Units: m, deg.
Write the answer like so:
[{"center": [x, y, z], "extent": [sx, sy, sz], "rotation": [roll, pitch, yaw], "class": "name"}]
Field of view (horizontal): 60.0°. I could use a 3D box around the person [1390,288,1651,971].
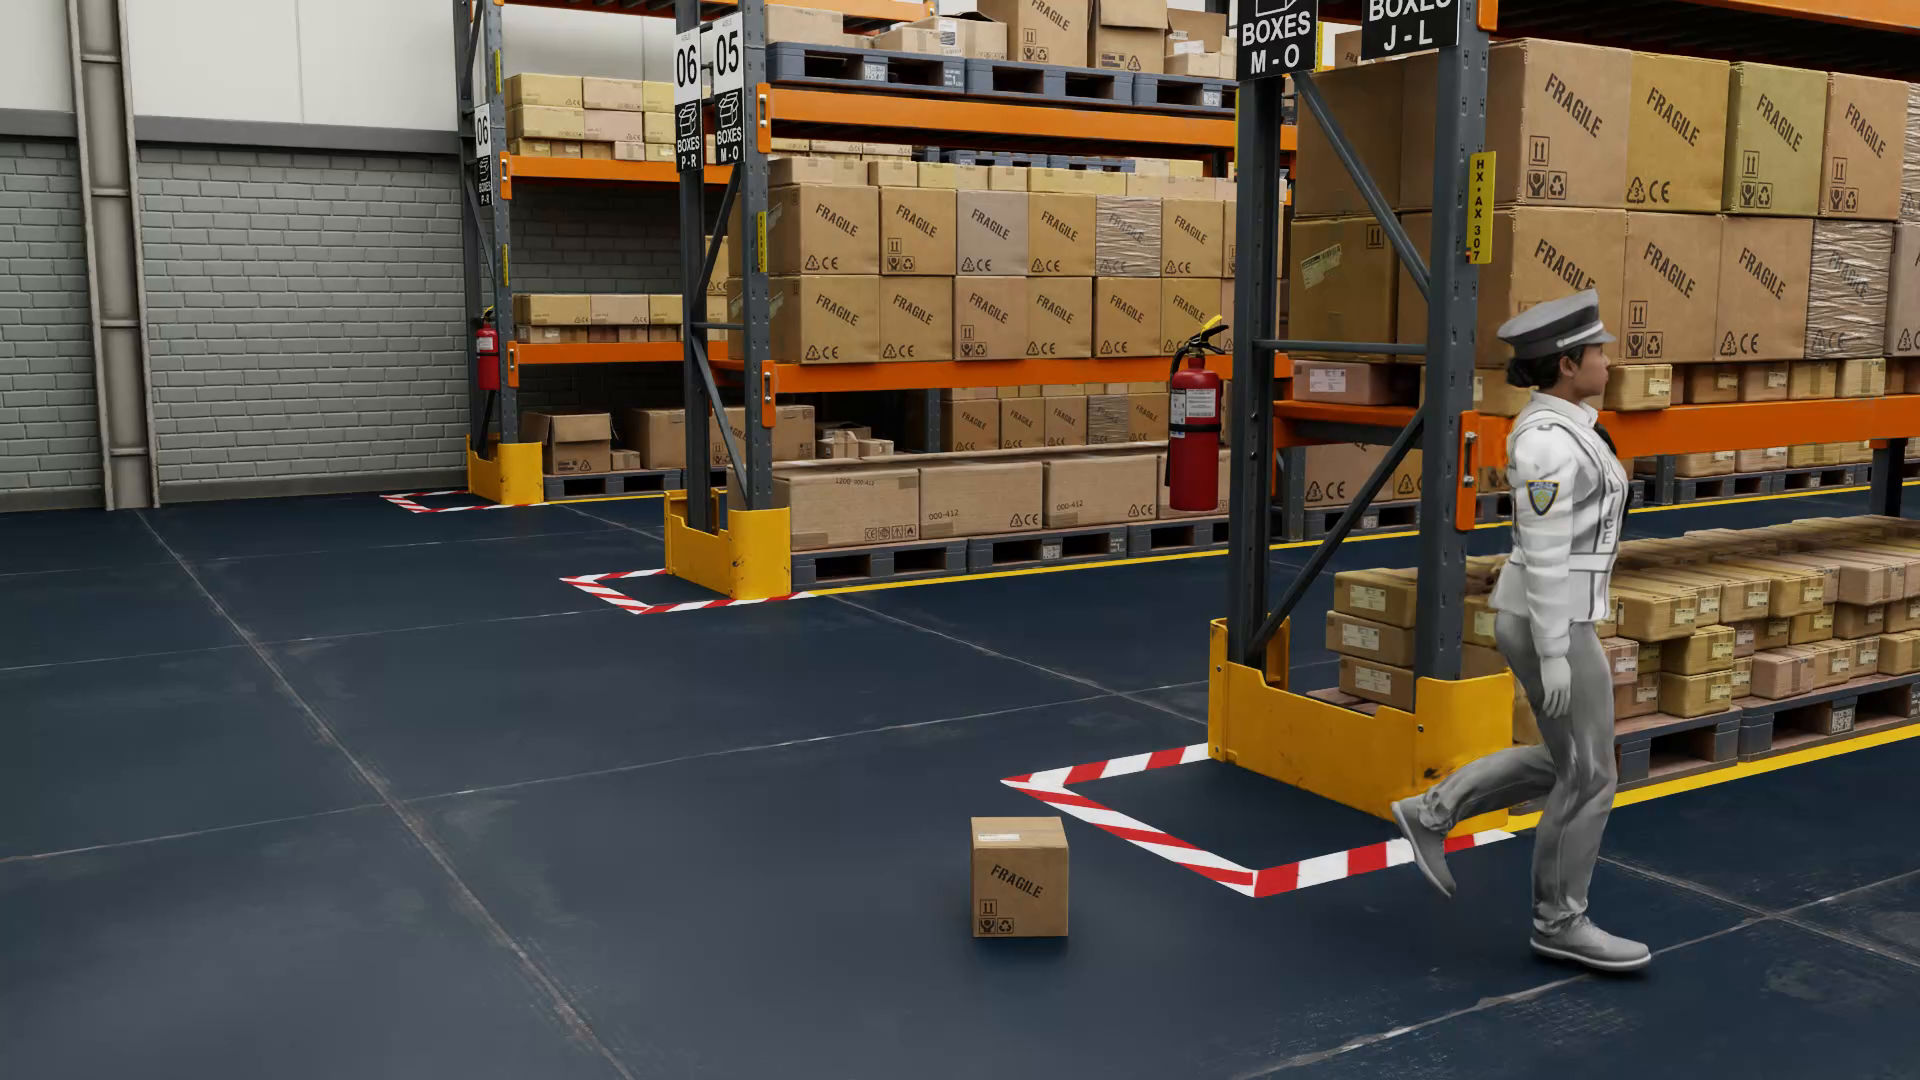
[{"center": [1.432, 0.208, 4.193], "extent": [0.661, 1.669, 0.495], "rotation": [3, 9, 20], "class": "person"}]
